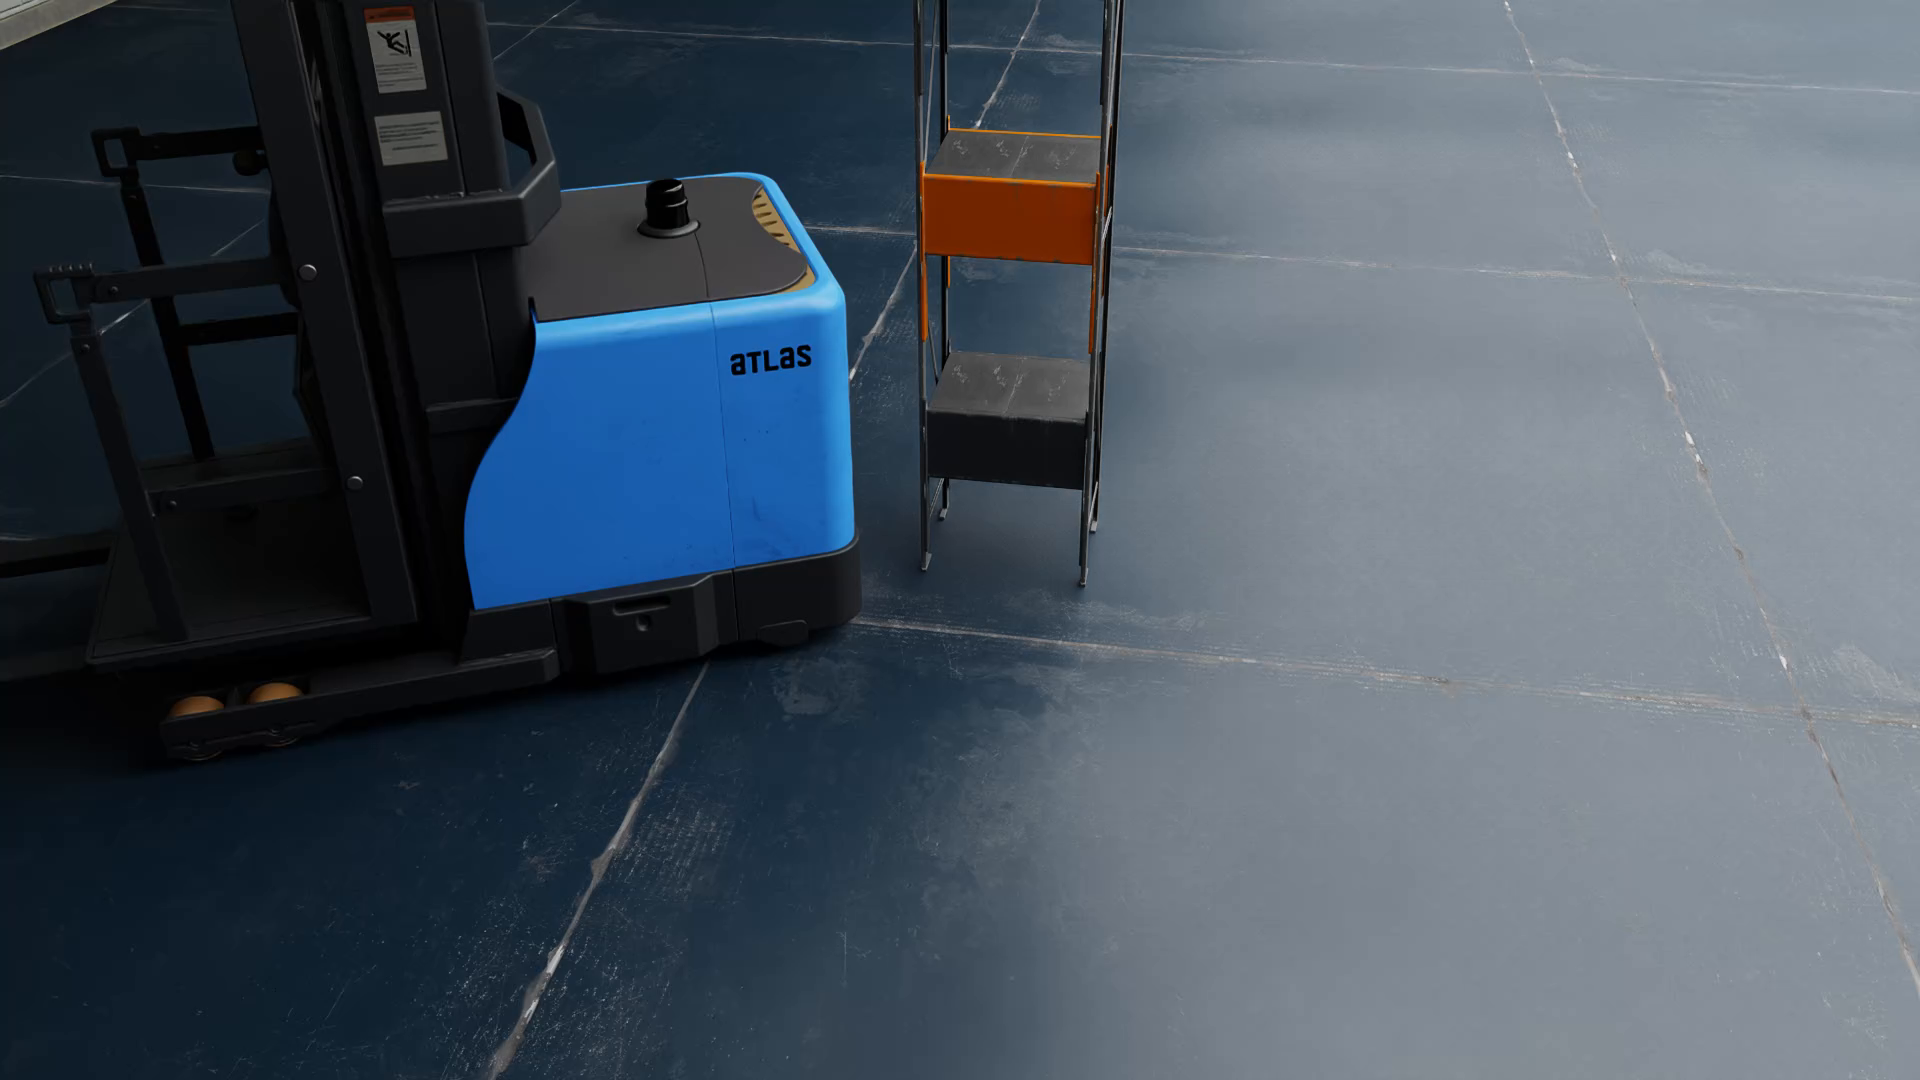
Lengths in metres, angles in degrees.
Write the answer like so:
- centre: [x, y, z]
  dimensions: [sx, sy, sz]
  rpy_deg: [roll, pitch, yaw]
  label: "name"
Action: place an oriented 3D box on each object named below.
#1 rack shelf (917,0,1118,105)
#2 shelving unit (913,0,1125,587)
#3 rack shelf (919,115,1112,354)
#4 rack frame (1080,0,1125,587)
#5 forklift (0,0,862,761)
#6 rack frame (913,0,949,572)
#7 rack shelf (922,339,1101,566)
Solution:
- centre: [0.163, -1.457, 4.305]
  dimensions: [0.480, 0.518, 0.431]
  rpy_deg: [5, 32, 8]
  label: "rack shelf"
- centre: [0.163, -0.875, 4.669]
  dimensions: [0.503, 2.100, 0.431]
  rpy_deg: [5, 32, 8]
  label: "shelving unit"
- centre: [0.163, -0.864, 4.677]
  dimensions: [0.480, 0.518, 0.431]
  rpy_deg: [5, 32, 8]
  label: "rack shelf"
- centre: [0.404, -0.853, 4.634]
  dimensions: [0.015, 2.100, 0.400]
  rpy_deg: [5, 32, 8]
  label: "rack frame"
- centre: [-1.859, -0.982, 4.056]
  dimensions: [3.031, 2.935, 1.130]
  rpy_deg: [-9, 33, -15]
  label: "forklift"
- centre: [-0.077, -0.897, 4.704]
  dimensions: [0.015, 2.100, 0.400]
  rpy_deg: [5, 32, 8]
  label: "rack frame"
- centre: [0.163, -0.270, 5.048]
  dimensions: [0.480, 0.518, 0.431]
  rpy_deg: [5, 32, 8]
  label: "rack shelf"
